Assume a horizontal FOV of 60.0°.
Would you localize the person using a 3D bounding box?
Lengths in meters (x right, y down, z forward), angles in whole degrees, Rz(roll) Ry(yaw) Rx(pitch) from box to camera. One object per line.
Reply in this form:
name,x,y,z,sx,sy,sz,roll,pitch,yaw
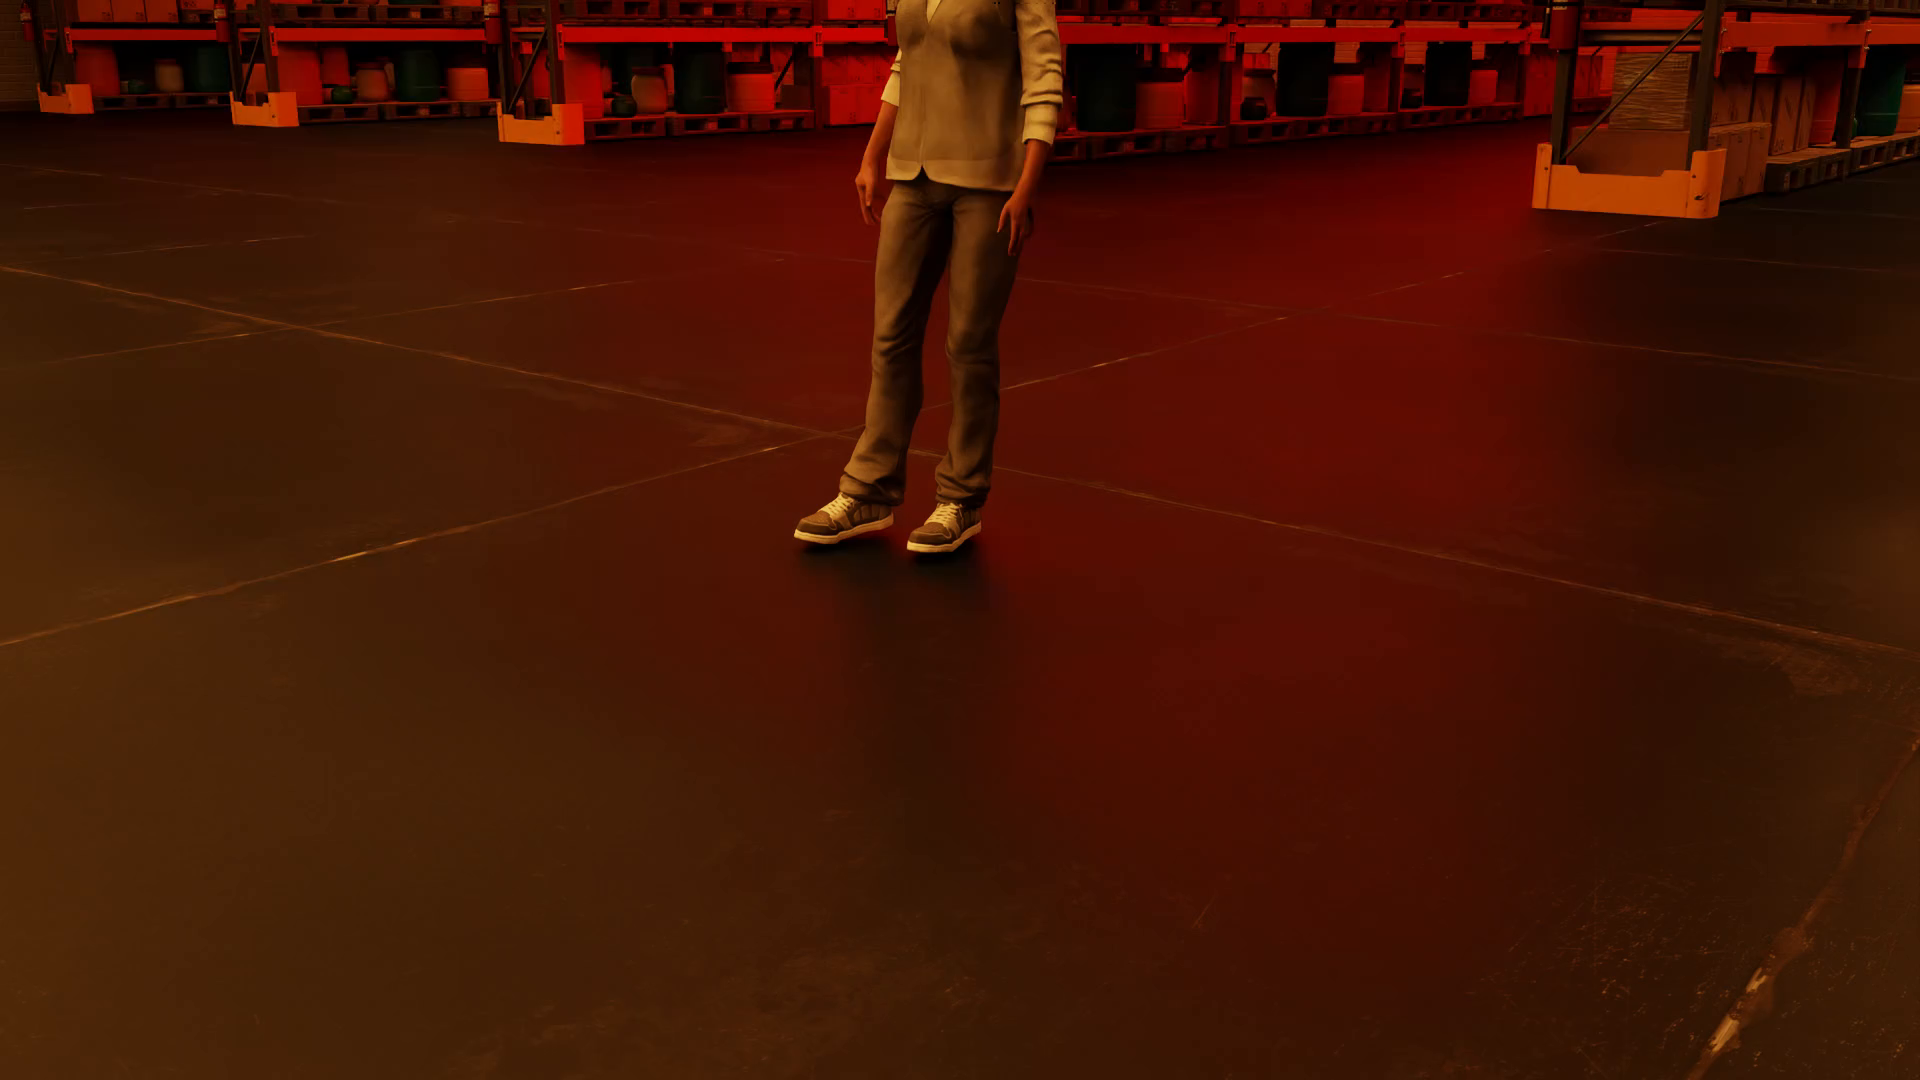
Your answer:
person,-0.058,-0.757,3.661,0.521,1.599,0.473,13,21,37
